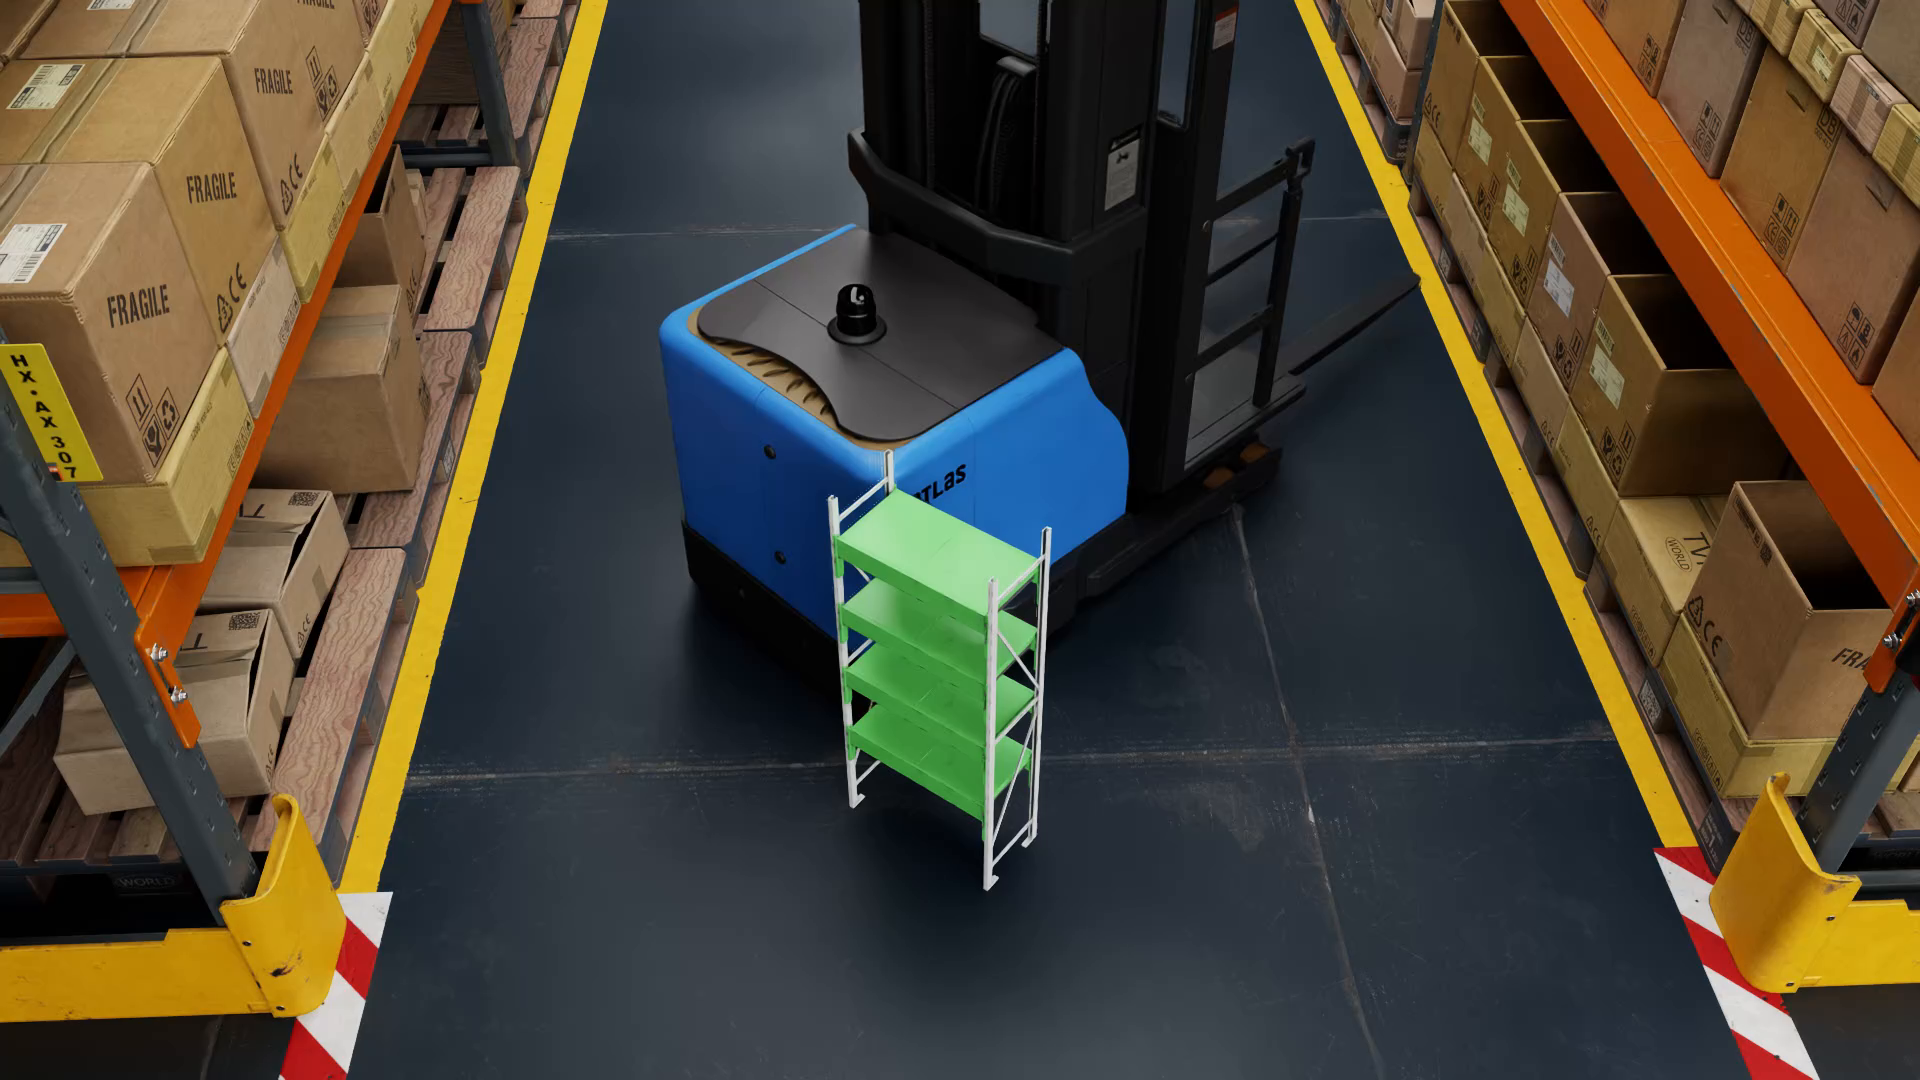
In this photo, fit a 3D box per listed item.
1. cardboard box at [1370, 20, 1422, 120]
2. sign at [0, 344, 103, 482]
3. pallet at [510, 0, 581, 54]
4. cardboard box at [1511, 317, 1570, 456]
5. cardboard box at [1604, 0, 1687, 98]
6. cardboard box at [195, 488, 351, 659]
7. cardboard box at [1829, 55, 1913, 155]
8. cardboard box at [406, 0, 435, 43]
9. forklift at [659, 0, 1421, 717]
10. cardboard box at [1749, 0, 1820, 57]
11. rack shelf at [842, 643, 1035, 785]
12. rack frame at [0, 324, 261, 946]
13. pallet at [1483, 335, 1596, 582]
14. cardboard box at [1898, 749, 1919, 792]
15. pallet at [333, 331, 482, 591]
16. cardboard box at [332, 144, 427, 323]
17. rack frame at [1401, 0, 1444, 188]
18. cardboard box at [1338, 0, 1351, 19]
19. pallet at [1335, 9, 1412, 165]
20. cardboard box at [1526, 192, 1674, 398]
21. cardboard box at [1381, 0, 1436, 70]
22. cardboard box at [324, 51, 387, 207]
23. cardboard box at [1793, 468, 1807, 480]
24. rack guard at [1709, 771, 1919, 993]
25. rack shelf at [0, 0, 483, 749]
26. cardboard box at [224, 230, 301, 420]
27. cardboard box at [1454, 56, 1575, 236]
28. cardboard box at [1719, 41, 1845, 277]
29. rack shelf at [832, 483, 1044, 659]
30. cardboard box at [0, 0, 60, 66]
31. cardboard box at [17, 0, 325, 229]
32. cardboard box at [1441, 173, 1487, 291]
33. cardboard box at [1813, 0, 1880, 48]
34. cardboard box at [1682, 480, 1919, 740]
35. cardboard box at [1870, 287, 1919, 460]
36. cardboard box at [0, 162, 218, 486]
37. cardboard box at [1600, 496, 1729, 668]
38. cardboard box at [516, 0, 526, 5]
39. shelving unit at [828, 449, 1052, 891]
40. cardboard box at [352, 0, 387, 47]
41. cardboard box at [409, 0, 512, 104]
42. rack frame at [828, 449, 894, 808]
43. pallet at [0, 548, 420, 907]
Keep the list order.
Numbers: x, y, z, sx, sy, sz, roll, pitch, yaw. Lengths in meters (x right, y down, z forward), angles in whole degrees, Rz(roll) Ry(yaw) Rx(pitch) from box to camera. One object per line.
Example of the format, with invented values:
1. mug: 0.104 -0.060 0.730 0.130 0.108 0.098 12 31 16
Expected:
1. cardboard box: 2.202 -2.159 7.610 0.500 0.250 0.500 -2 43 -2
2. sign: -1.728 -0.236 3.147 0.100 0.325 0.005 -2 43 -2
3. pallet: -2.529 -2.925 8.785 1.003 0.211 1.213 -2 43 -2
4. cardboard box: 2.285 -0.553 5.858 0.500 0.250 0.500 -2 43 -2
5. cardboard box: 2.580 -1.789 5.408 0.700 0.500 0.500 -1 43 -1
6. cardboard box: -2.234 0.073 5.115 0.500 0.311 0.500 2 43 2
7. cardboard box: 2.440 -1.094 4.169 0.380 0.149 0.250 -1 43 -1
8. cardboard box: -2.104 -1.906 5.706 0.500 0.250 0.500 -1 43 -2
9. forklift: 0.503 -1.399 5.107 3.031 2.935 1.130 -33 52 -31
10. cardboard box: 2.416 -1.449 4.557 0.380 0.149 0.250 -1 43 -1
11. rack shelf: -0.052 0.425 4.493 0.480 0.148 0.258 27 49 26
12. rack frame: -2.270 0.098 3.423 1.000 3.000 0.127 -2 43 -2
13. pallet: 2.556 -0.355 5.981 1.003 0.211 1.213 -2 43 -2
14. cardboard box: 2.878 0.444 4.770 0.500 0.250 0.500 -2 43 -2
15. pallet: -2.321 -0.296 5.917 1.003 0.211 1.213 -2 43 -2
16. cardboard box: -2.356 -1.143 6.302 0.500 0.500 0.500 -5 43 -5
17. rack frame: 2.509 -2.747 6.527 1.000 3.000 0.127 -2 43 -2
18. cardboard box: 2.160 -2.846 8.359 0.500 0.250 0.500 -1 43 -1
19. pallet: 2.439 -2.215 8.010 1.003 0.211 1.213 -2 43 -2
20. cardboard box: 2.282 -0.830 5.604 0.500 0.500 0.500 -2 43 -2
21. cardboard box: 2.205 -2.360 7.414 0.500 0.311 0.500 -2 43 -2
22. cardboard box: -2.045 -1.228 4.966 0.500 0.250 0.500 -1 43 -1
23. cardboard box: 2.855 -0.170 4.884 0.500 0.500 0.500 -2 43 -2
24. rack guard: 2.680 0.891 4.407 1.175 0.500 0.348 -2 43 -2
25. rack shelf: -2.355 -0.987 5.139 1.077 0.370 4.000 -2 43 -2
26. cardboard box: -2.010 -0.542 4.218 0.500 0.250 0.500 -3 43 -3
27. cardboard box: 2.245 -1.505 6.341 0.500 0.500 0.500 -2 43 -2
28. cardboard box: 2.629 -1.088 4.643 0.700 0.500 0.500 -1 43 -2
29. rack shelf: -0.052 0.071 4.169 0.480 0.148 0.258 27 49 26
30. cardboard box: -2.540 -1.131 4.305 0.500 0.500 0.500 -3 43 -3
31. cardboard box: -2.017 -1.144 4.319 0.500 0.500 0.500 -3 43 -3
32. cardboard box: 2.242 -1.228 6.594 0.500 0.250 0.500 -2 43 -2
33. cardboard box: 2.620 -1.608 4.250 0.700 0.500 0.500 -1 43 -2
34. cardboard box: 2.359 0.183 4.500 0.500 0.500 0.500 -2 43 -2
35. cardboard box: 2.672 -0.399 3.891 0.700 0.500 0.500 -2 43 -2
36. cardboard box: -1.990 -0.461 3.574 0.500 0.500 0.500 -2 43 -2
37. cardboard box: 2.328 0.122 5.121 0.500 0.250 0.500 -2 43 -2
38. cardboard box: -2.541 -3.032 8.362 0.700 0.500 0.500 -1 43 -1
39. shelving unit: -0.052 0.378 4.450 0.503 1.200 0.258 27 49 26
40. cardboard box: -2.073 -1.843 5.082 0.500 0.500 0.500 -3 43 -3
41. cardboard box: -2.488 -2.339 7.606 0.700 0.500 0.500 0 43 0
42. rack frame: -0.248 0.279 4.557 0.015 1.200 0.240 27 49 26
43. pallet: -2.273 0.526 5.020 1.003 0.211 1.213 -2 43 -2
